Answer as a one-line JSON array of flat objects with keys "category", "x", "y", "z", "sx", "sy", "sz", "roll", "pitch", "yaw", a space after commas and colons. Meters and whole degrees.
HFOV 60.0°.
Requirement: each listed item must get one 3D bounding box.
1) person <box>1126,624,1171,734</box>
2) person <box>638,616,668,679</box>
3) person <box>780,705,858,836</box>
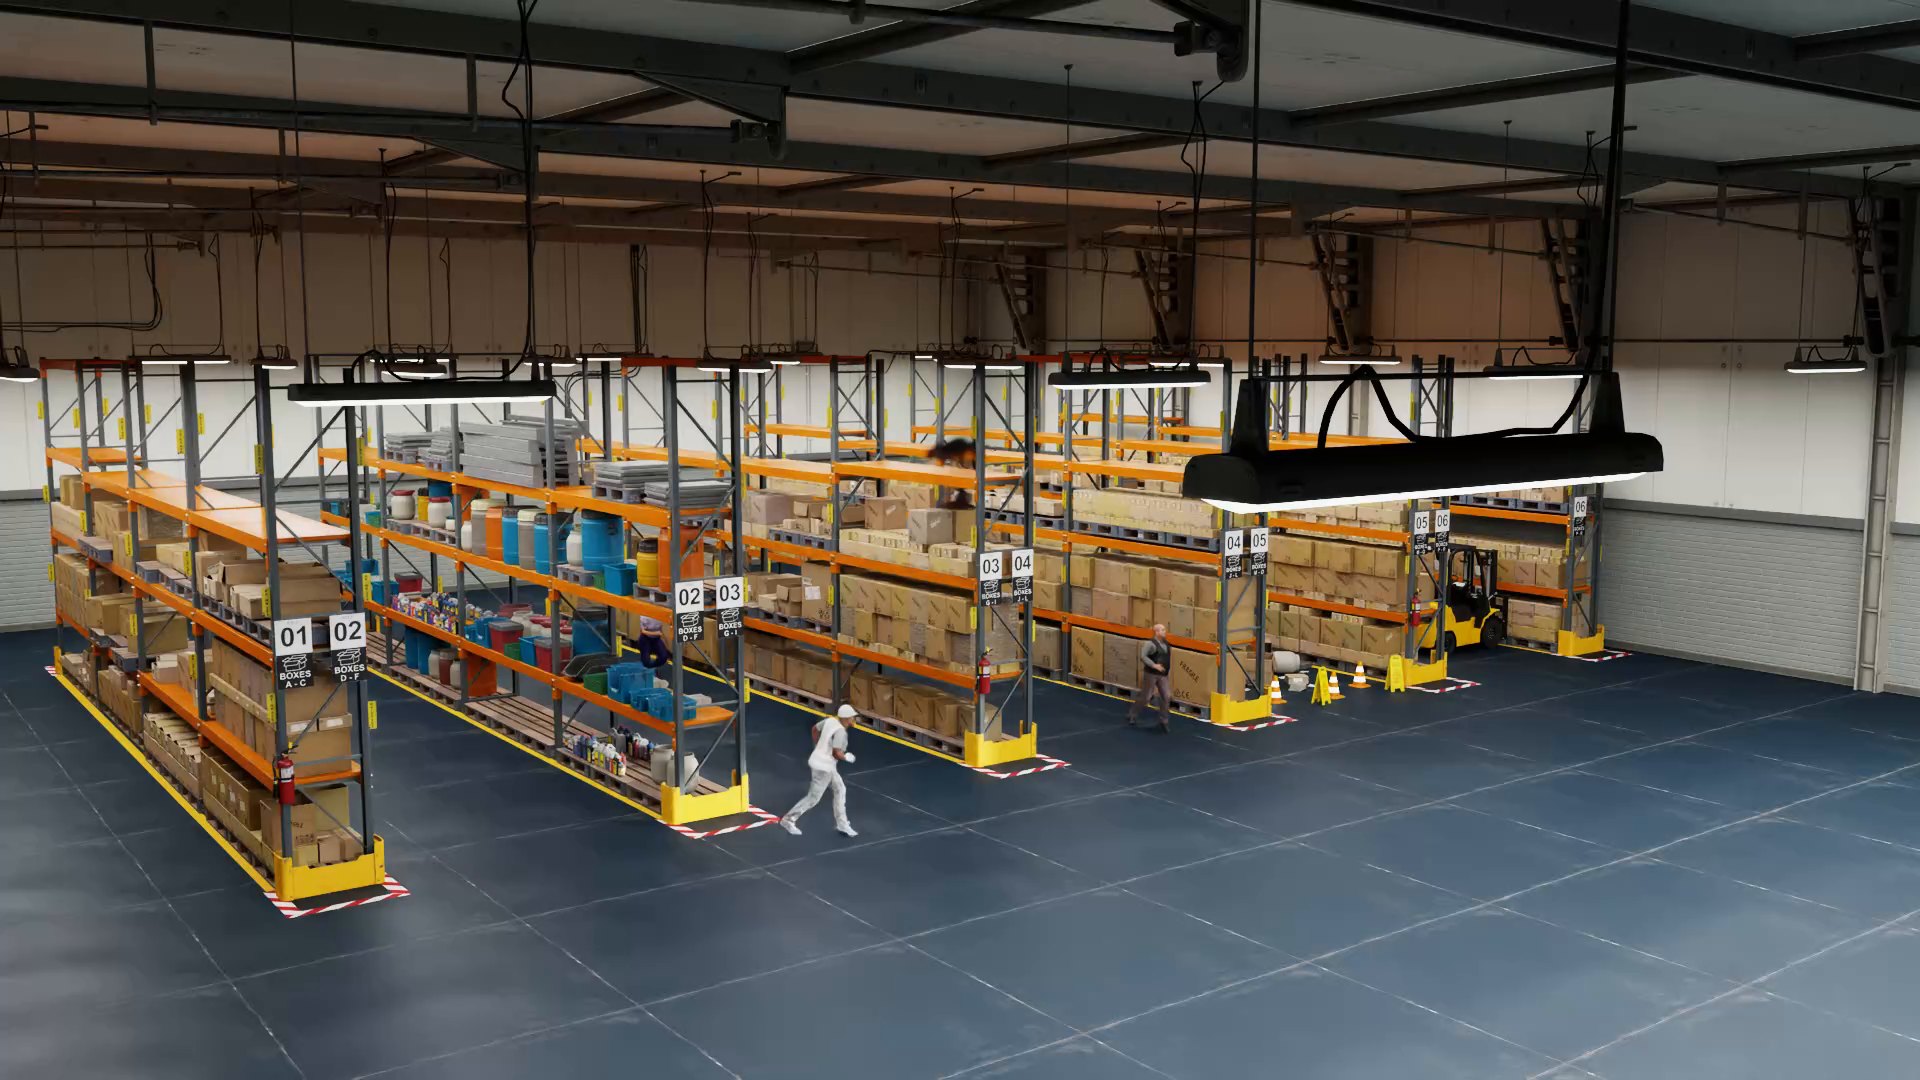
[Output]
[{"category": "person", "x": 3.219, "y": 2.238, "z": 27.136, "sx": 0.743, "sy": 1.738, "sz": 0.845, "roll": -6, "pitch": 9, "yaw": -39}, {"category": "person", "x": -5.691, "y": 1.877, "z": 30.783, "sx": 0.606, "sy": 1.541, "sz": 0.816, "roll": -7, "pitch": 10, "yaw": -44}, {"category": "person", "x": -1.797, "y": 2.973, "z": 21.176, "sx": 1.039, "sy": 1.734, "sz": 0.721, "roll": -2, "pitch": 7, "yaw": -18}]
